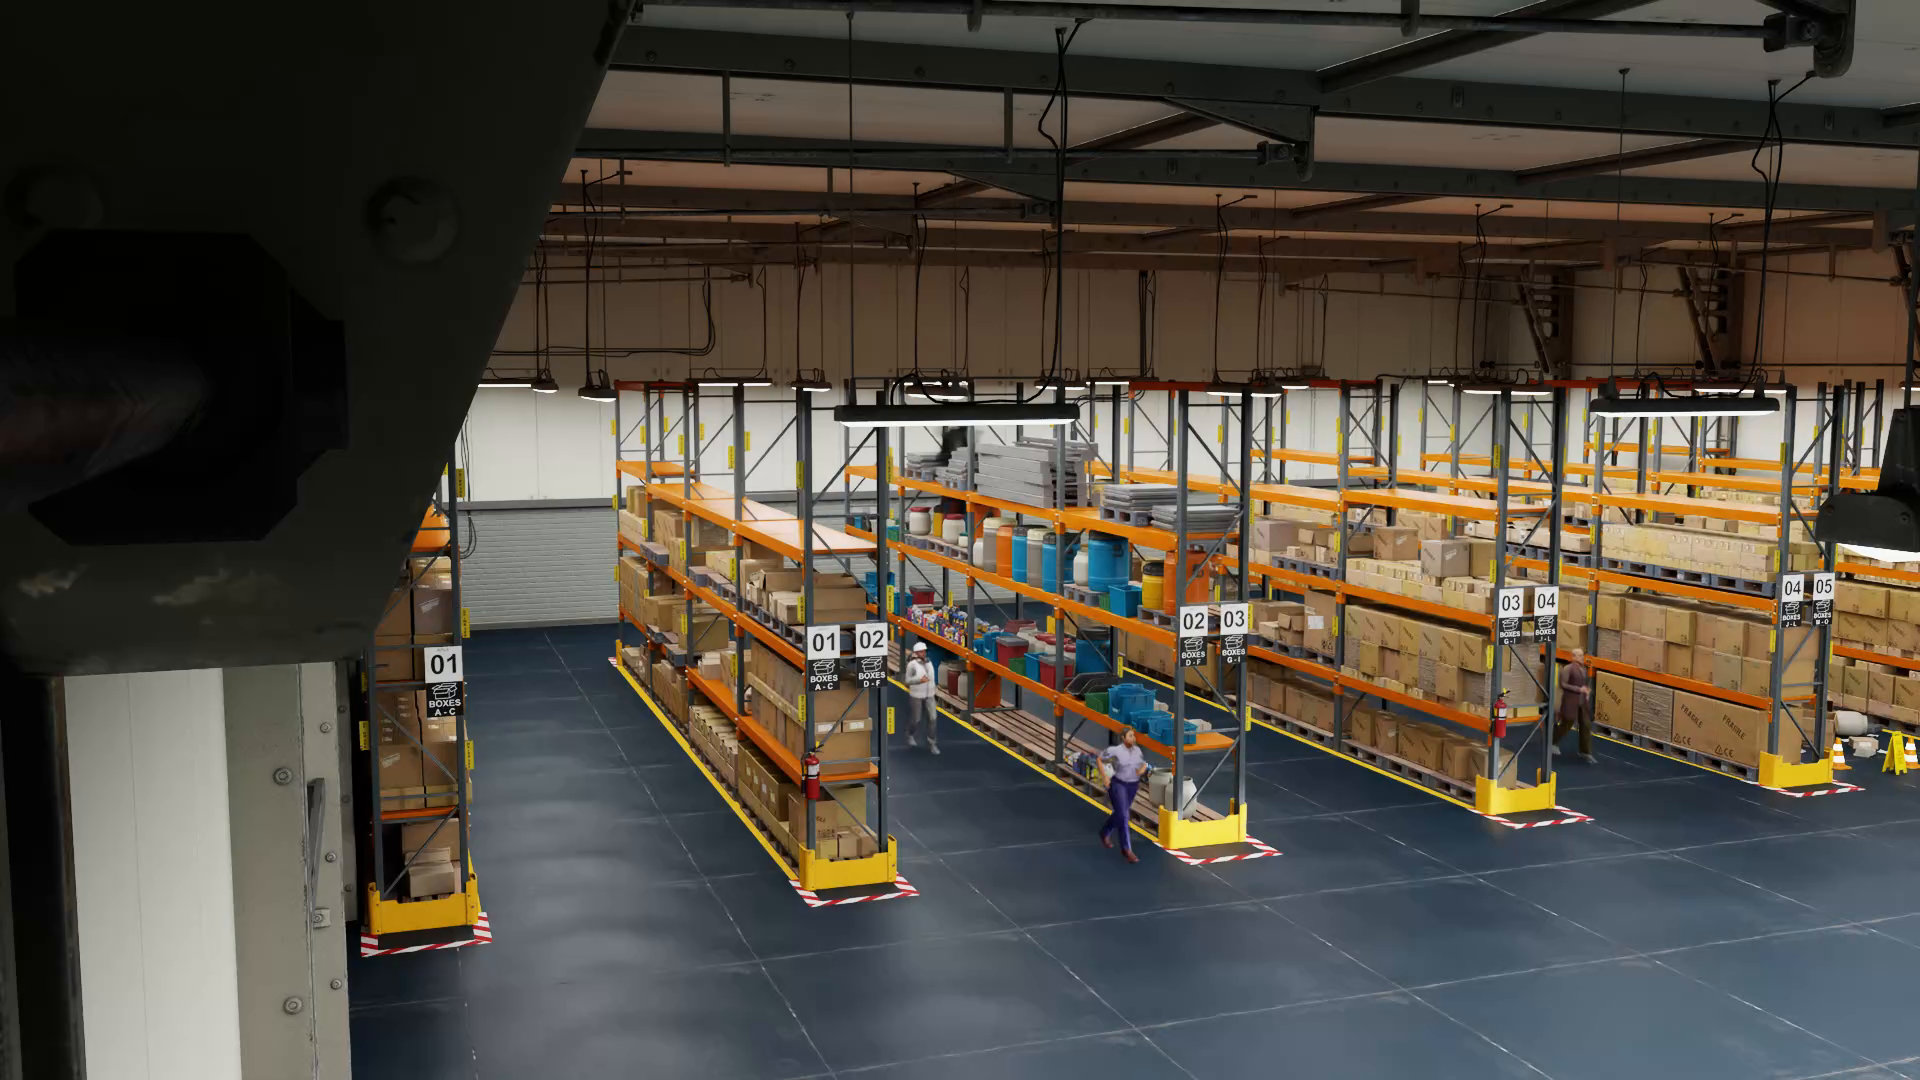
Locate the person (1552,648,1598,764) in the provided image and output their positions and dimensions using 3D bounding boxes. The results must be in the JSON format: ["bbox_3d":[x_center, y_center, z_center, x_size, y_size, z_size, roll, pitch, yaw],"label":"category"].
[{"bbox_3d":[9.824,2.630,26.643,0.737,1.829,0.922,-4,7,-31],"label":"person"}]

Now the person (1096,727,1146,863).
[{"bbox_3d":[2.143,3.221,21.446,0.604,1.624,0.946,-4,7,-35],"label":"person"}]

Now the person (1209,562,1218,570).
[{"bbox_3d":[6.050,1.215,40.311,0.711,1.713,0.546,4,7,34],"label":"person"}]

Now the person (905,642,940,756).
[{"bbox_3d":[-0.620,2.564,27.143,0.650,1.805,0.826,-4,7,-31],"label":"person"}]
